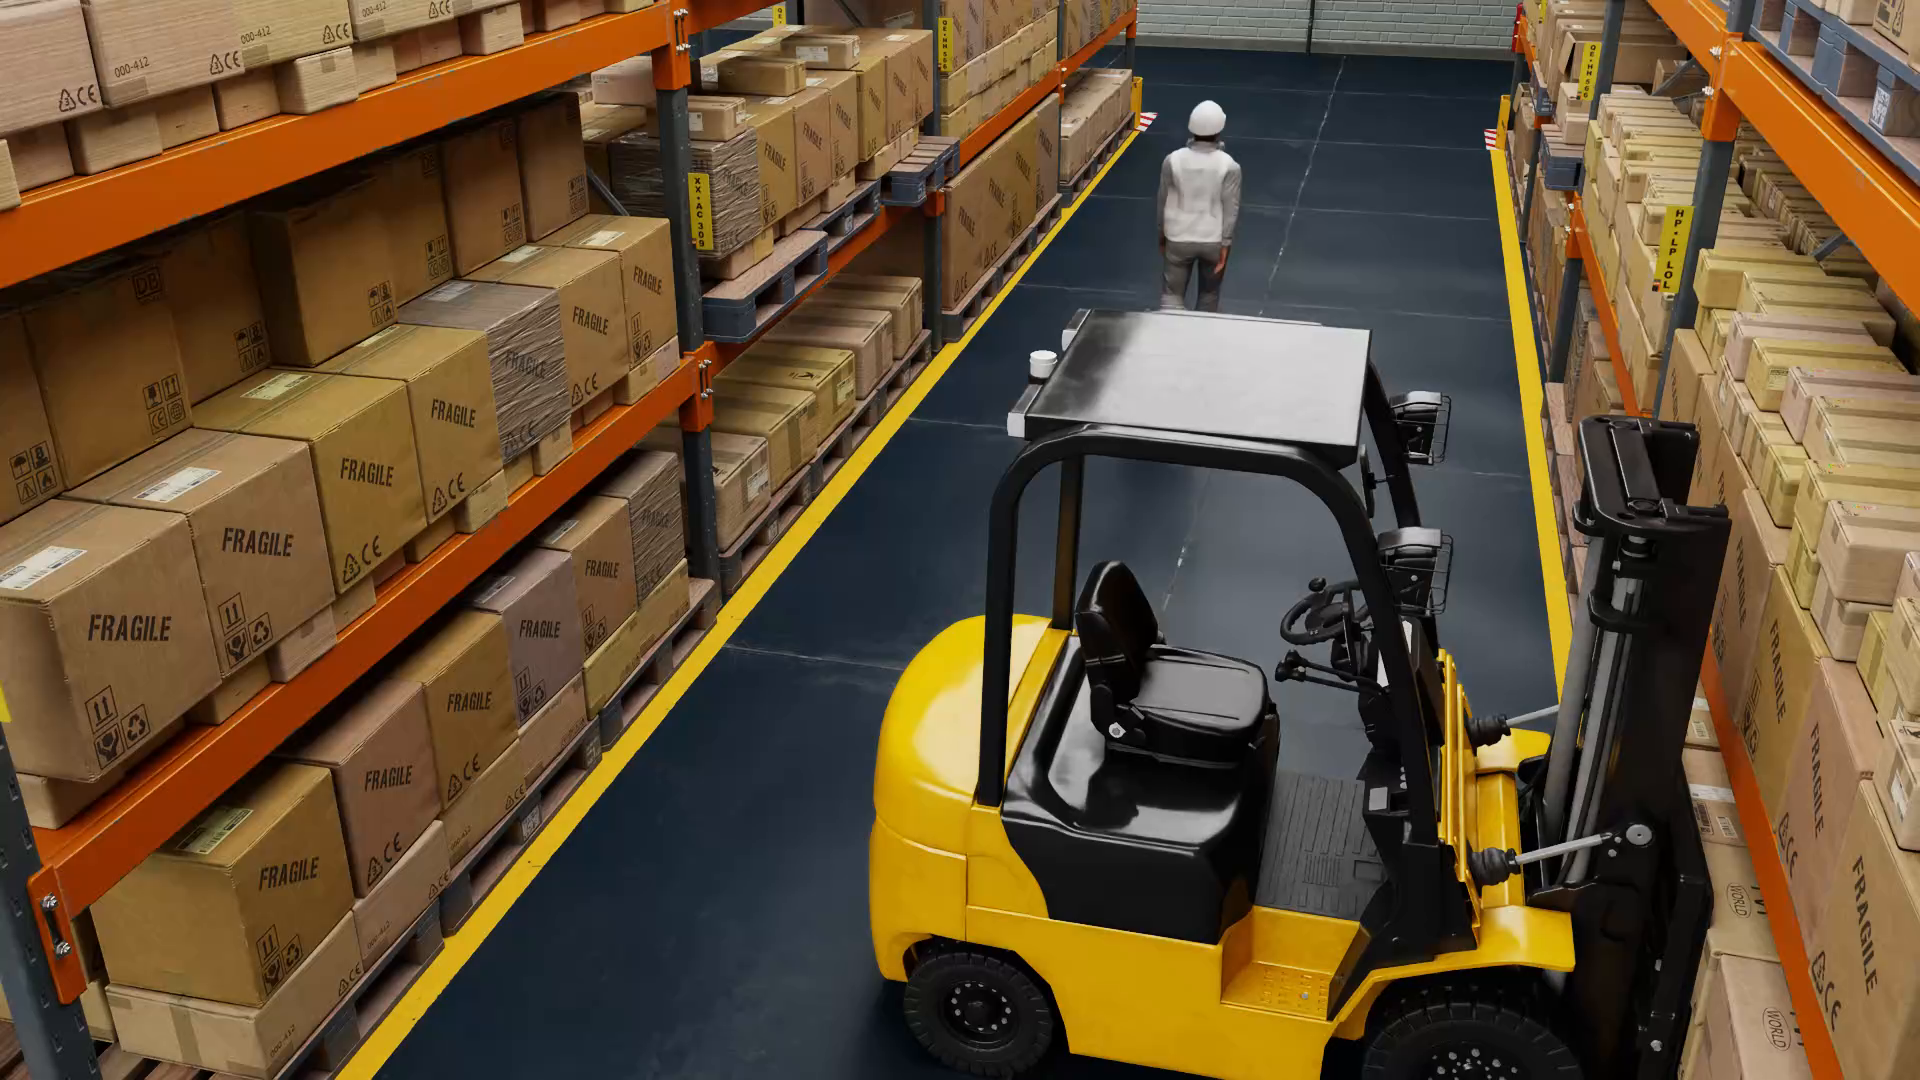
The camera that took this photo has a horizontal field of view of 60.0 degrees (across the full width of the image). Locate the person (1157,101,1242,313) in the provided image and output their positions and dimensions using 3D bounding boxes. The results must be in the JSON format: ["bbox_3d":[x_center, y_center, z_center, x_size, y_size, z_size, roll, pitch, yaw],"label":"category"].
[{"bbox_3d":[1.516,-1.936,10.688,0.526,1.747,0.834,4,25,9],"label":"person"}]
